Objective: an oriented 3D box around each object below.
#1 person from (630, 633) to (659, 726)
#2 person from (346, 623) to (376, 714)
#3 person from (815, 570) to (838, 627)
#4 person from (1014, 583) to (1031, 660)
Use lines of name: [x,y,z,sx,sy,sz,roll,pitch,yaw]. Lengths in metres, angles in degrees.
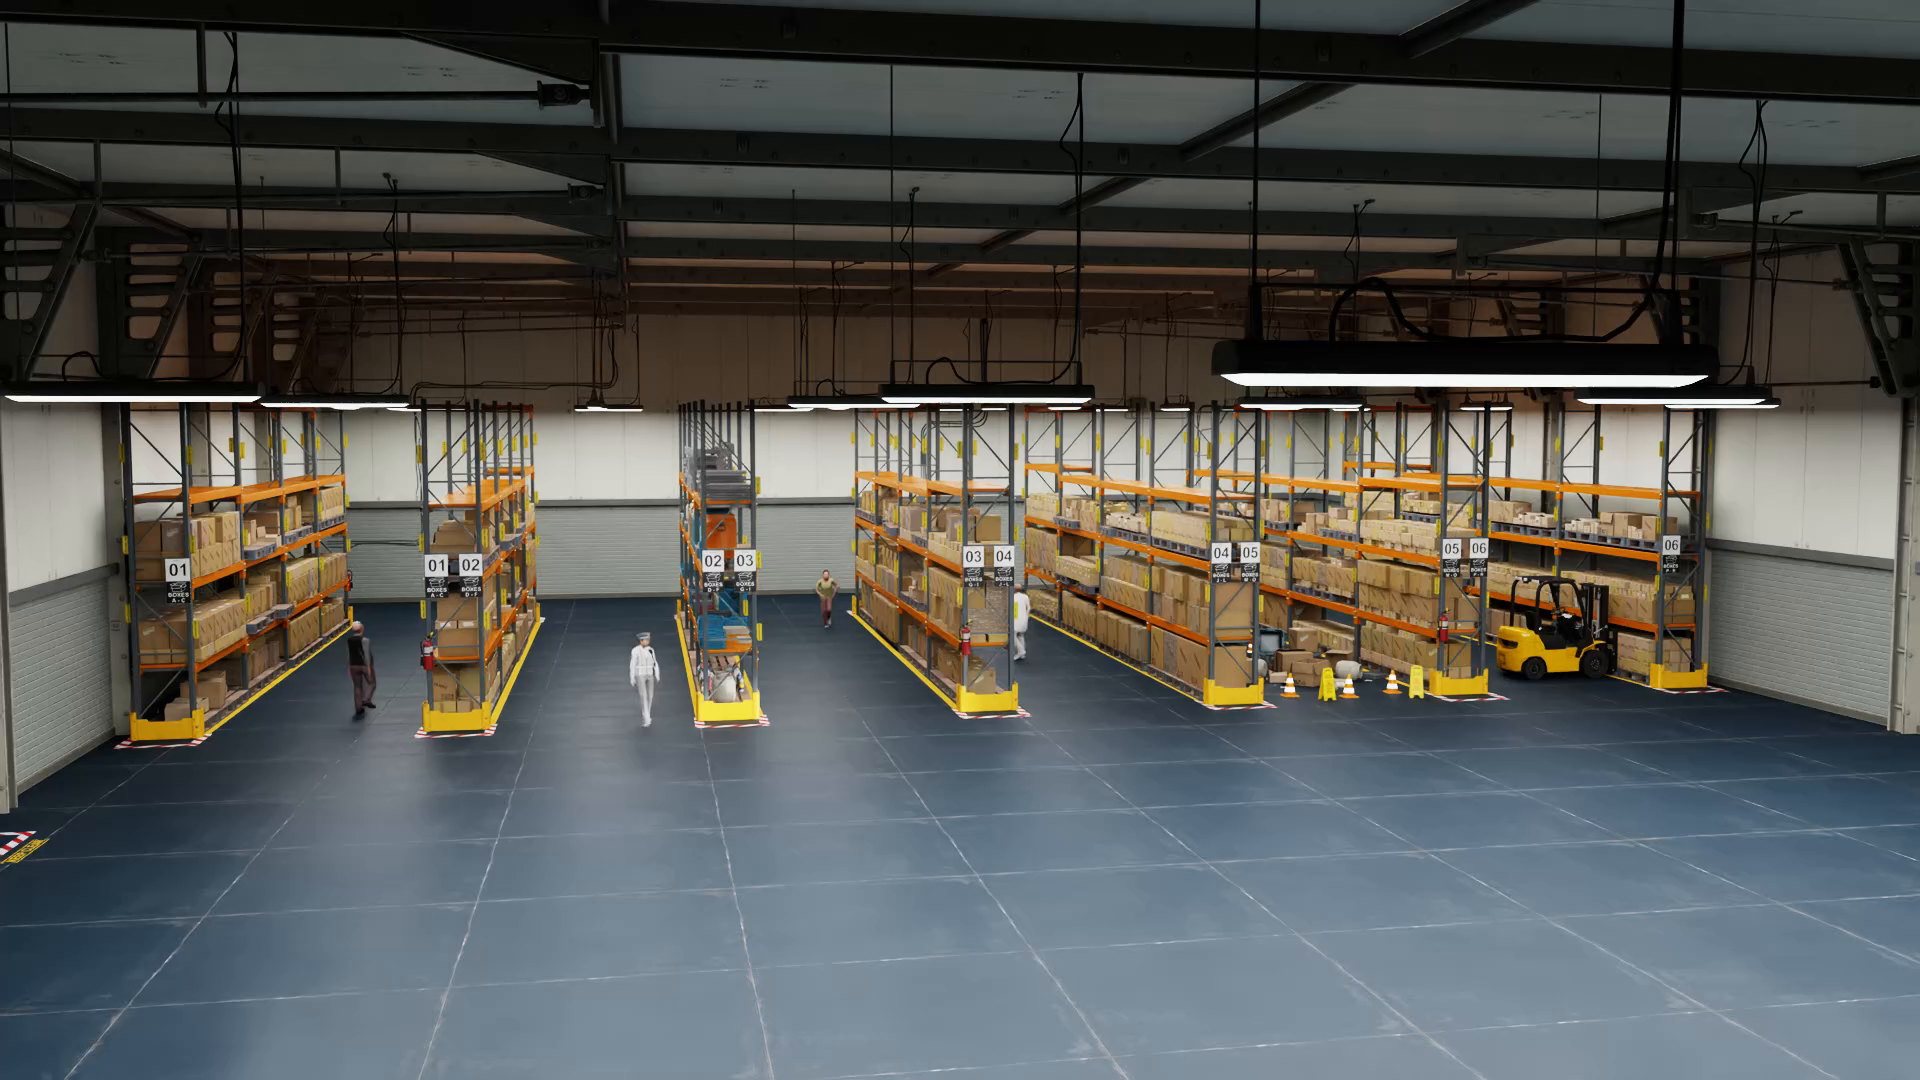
person: [-5.786,2.568,30.865,0.508,1.669,0.692,-3,6,-38]
person: [-11.503,2.453,31.903,0.577,1.710,0.452,0,4,-2]
person: [-3.578,1.571,44.629,0.595,1.579,0.688,0,4,-1]
person: [1.415,1.914,39.003,0.657,1.756,0.668,-3,5,-36]
